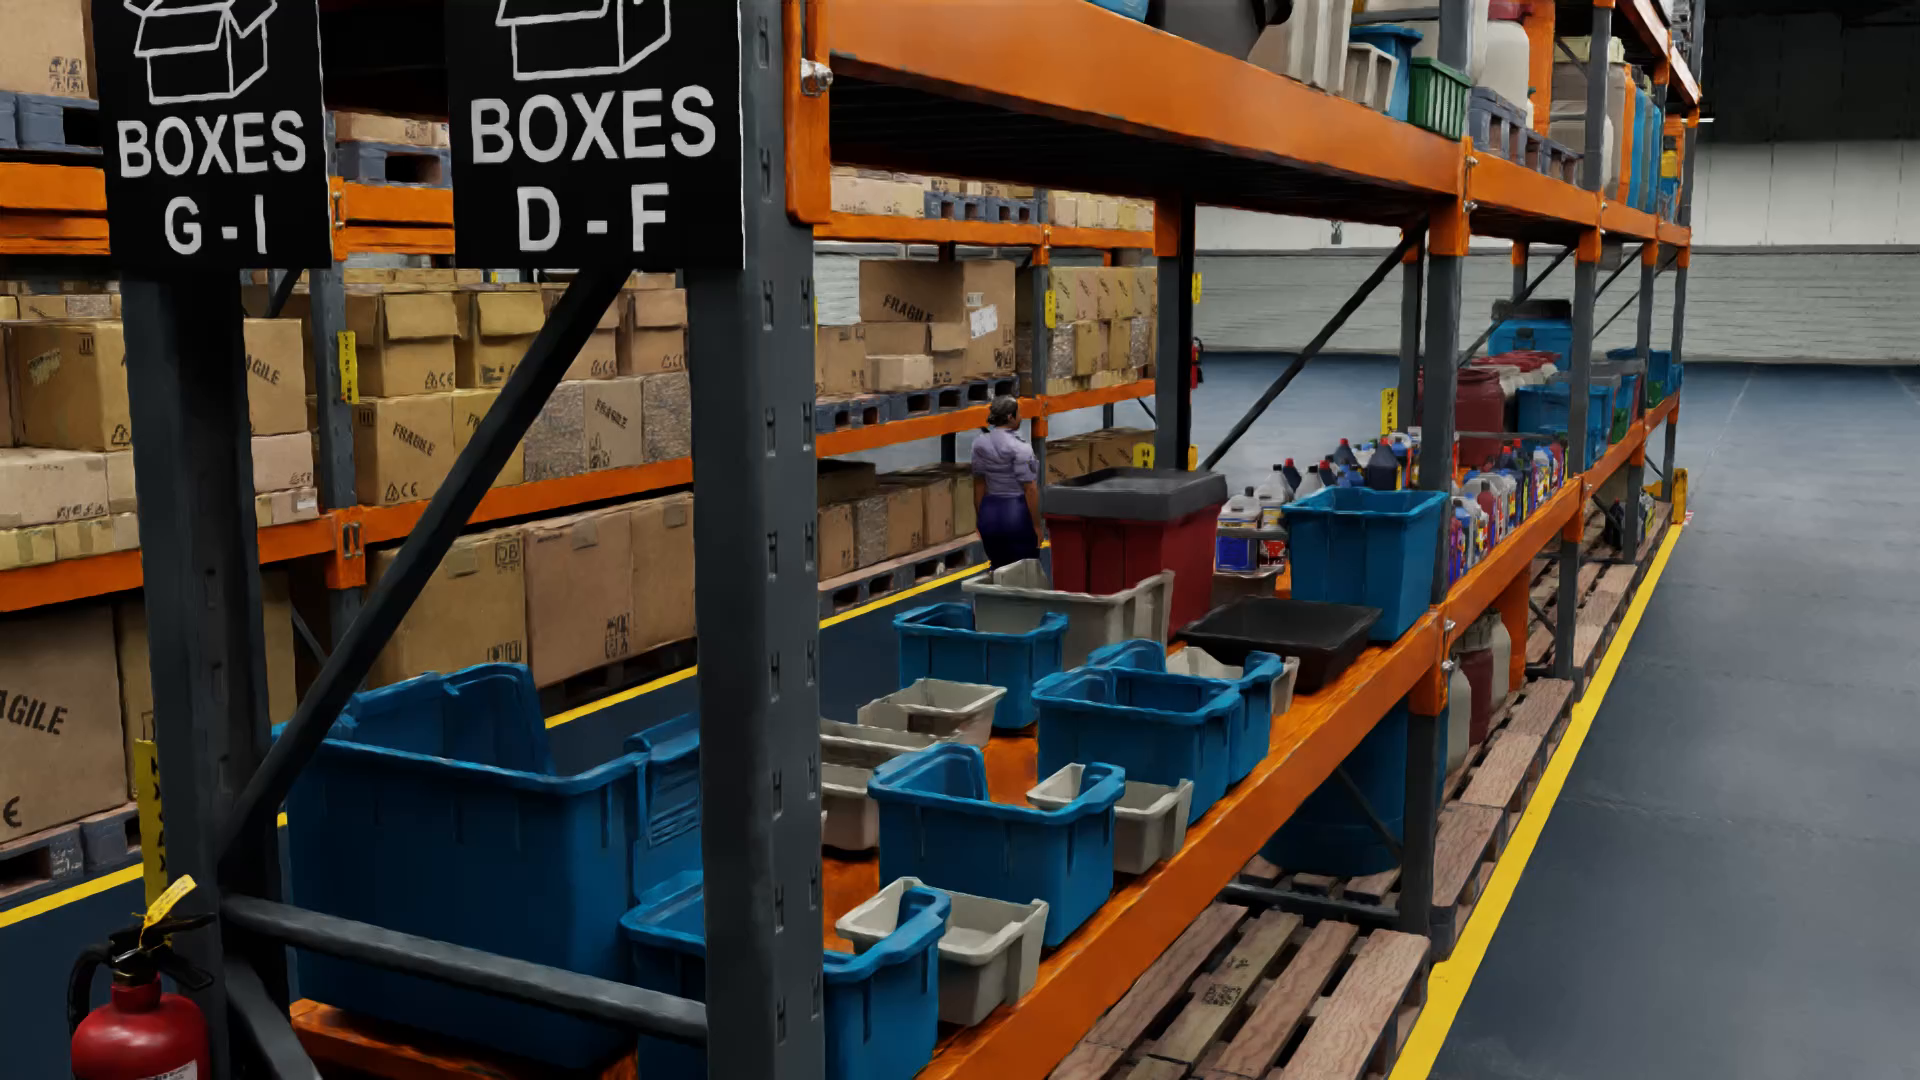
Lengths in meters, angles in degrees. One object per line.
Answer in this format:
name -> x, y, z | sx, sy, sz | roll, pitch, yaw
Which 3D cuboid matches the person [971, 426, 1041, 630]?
person -> 0.345, -0.015, 10.612 | 0.496, 1.444, 0.548 | 7, 11, 37
